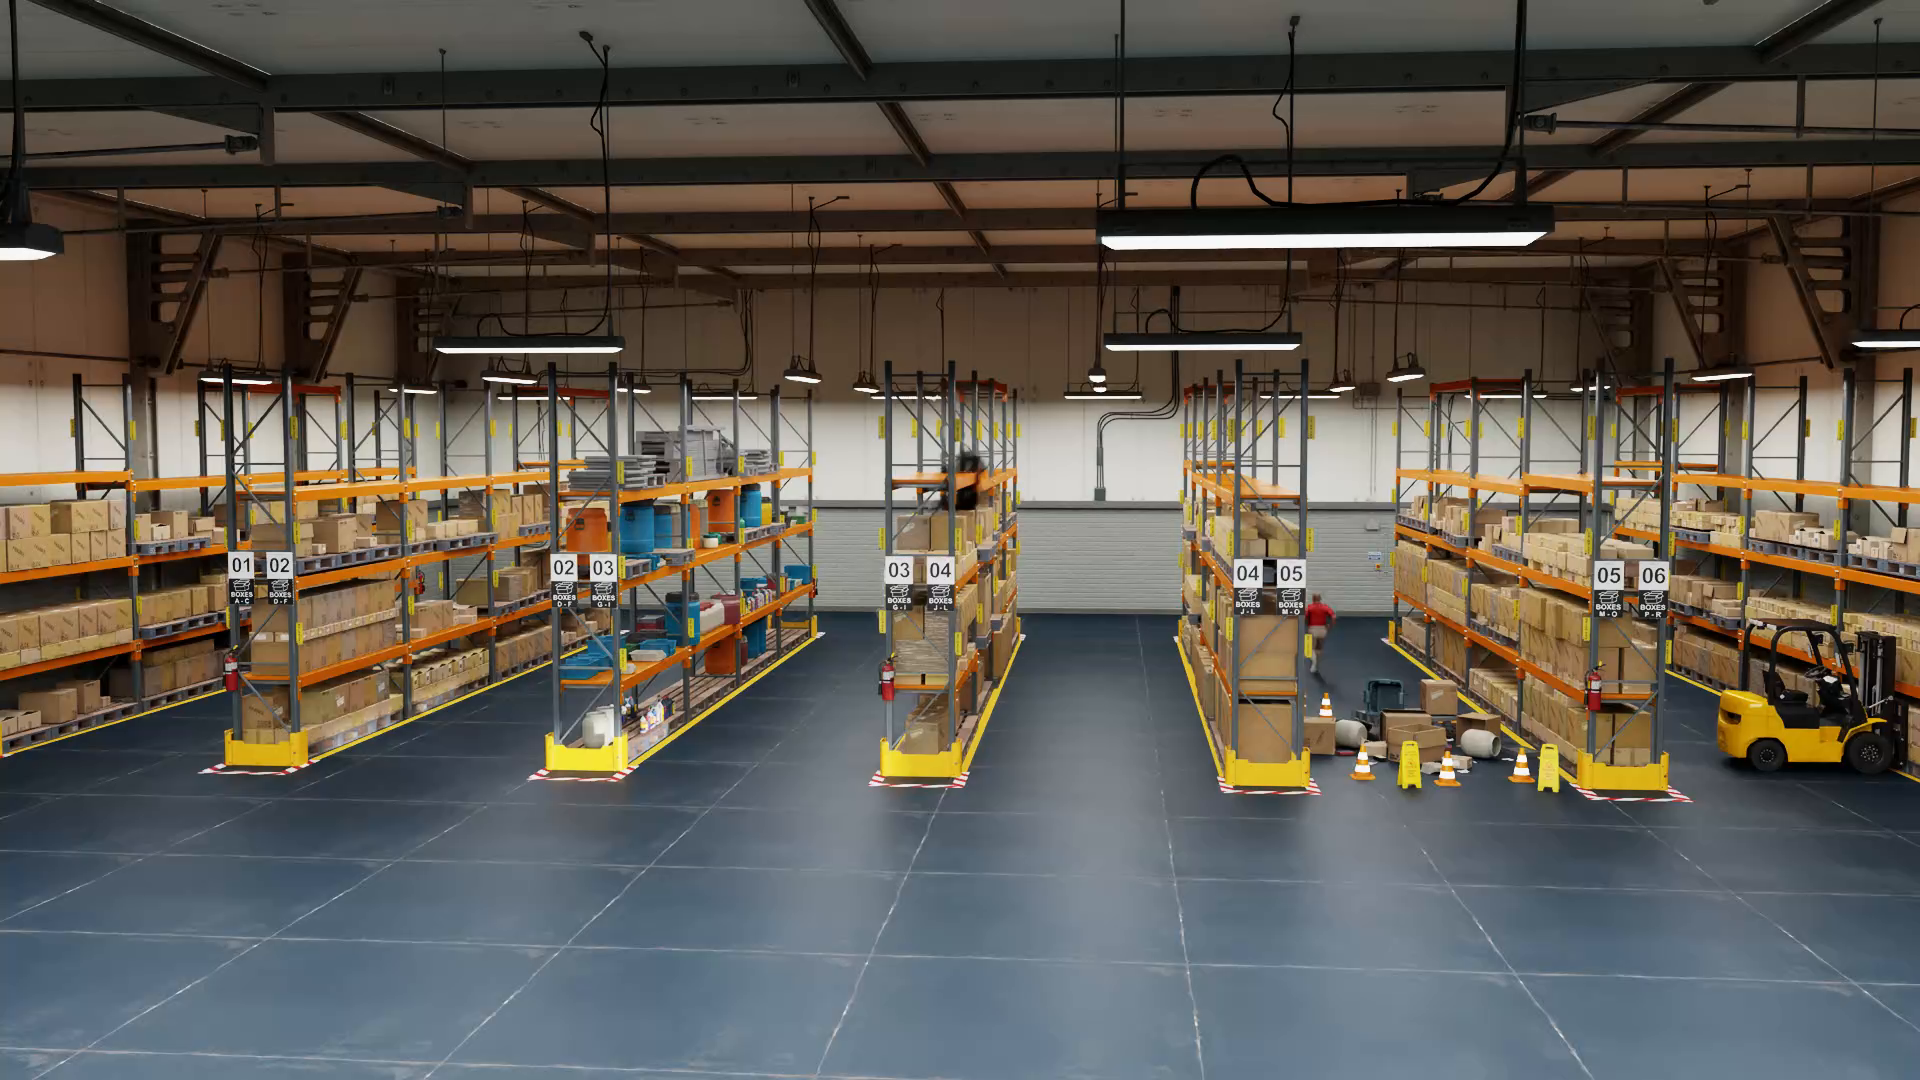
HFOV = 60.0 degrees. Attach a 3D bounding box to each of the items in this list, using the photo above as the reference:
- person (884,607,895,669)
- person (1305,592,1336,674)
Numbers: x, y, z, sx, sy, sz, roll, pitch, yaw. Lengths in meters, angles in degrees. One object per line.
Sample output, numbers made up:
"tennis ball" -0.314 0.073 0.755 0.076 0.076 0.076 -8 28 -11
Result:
"person" -1.255 1.853 34.377 0.642 1.840 0.762 0 4 0
"person" 7.320 1.918 34.059 0.695 1.692 0.809 0 4 -1
